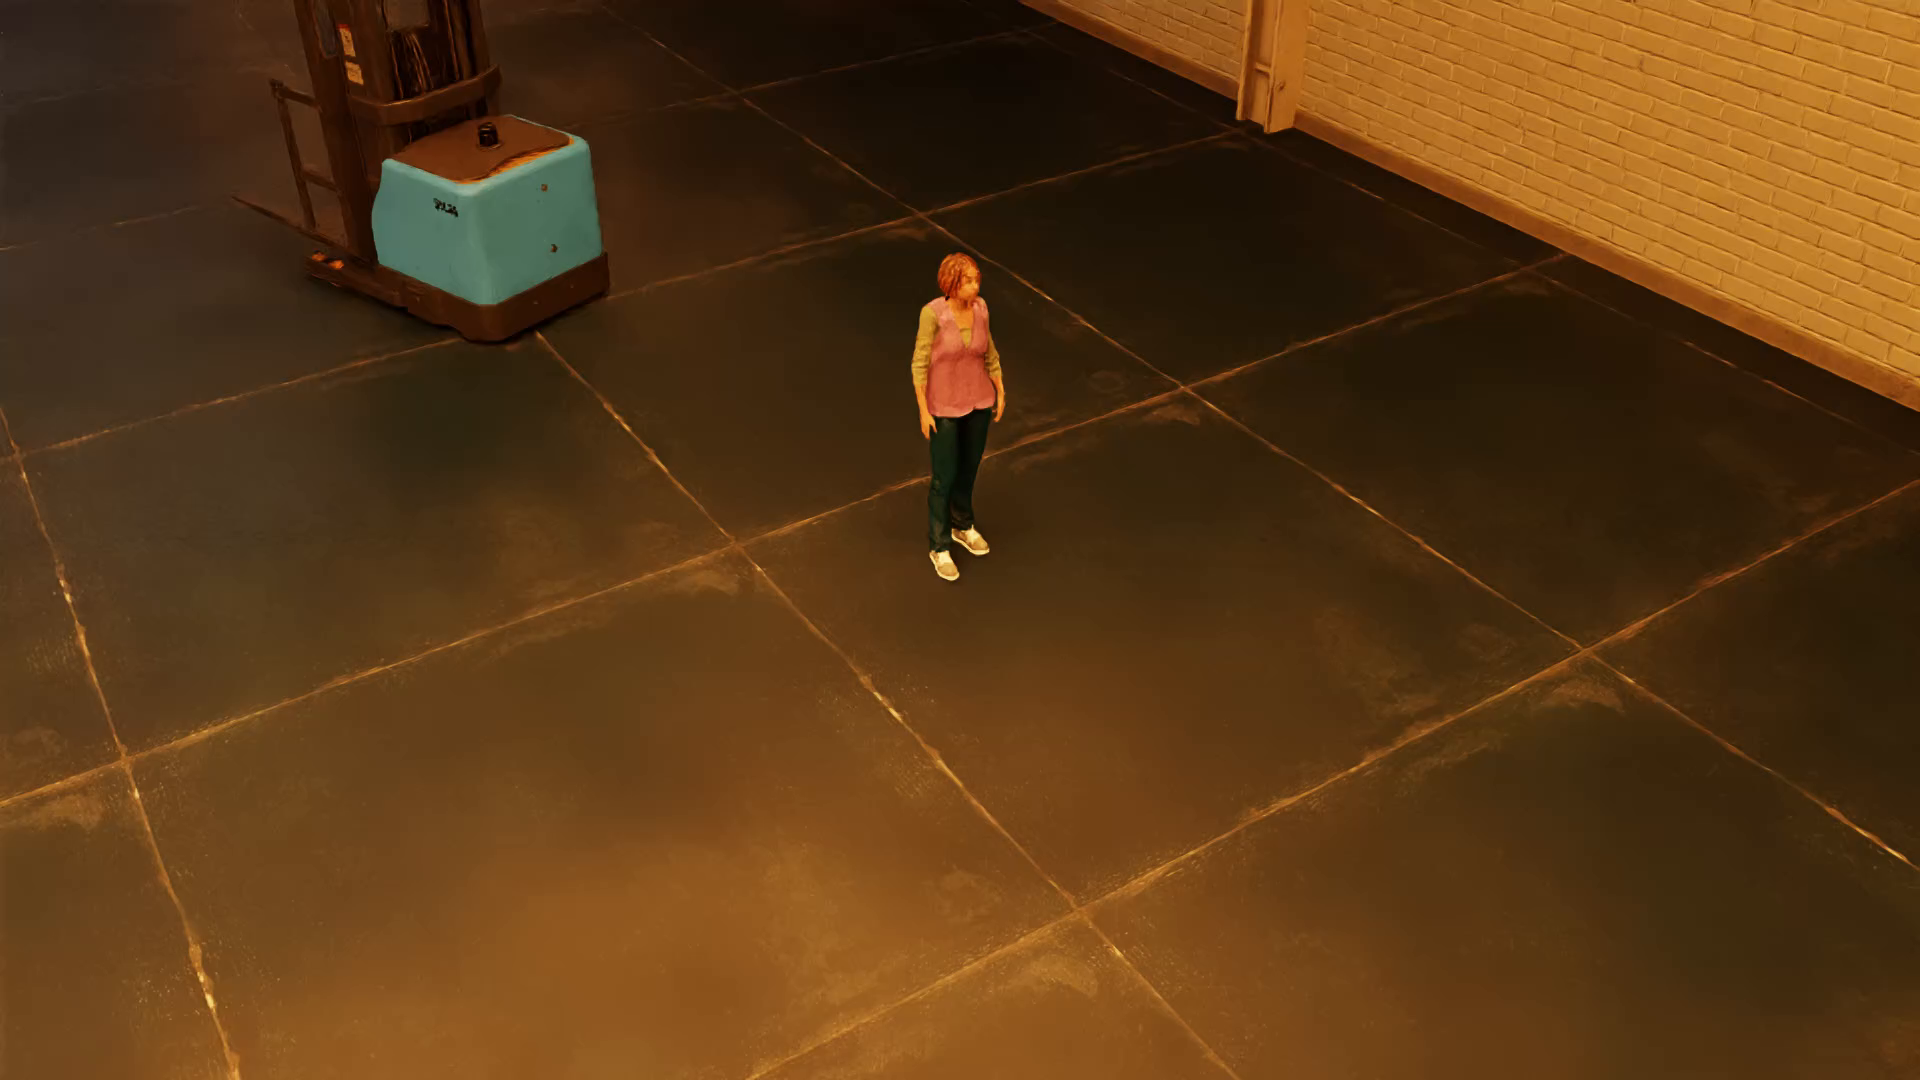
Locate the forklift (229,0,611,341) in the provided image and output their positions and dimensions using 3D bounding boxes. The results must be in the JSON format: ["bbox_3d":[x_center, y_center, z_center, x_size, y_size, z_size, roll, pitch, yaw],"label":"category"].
[{"bbox_3d":[-3.788,-3.114,10.579,3.031,2.935,1.130,23,41,29],"label":"forklift"}]

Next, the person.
[{"bbox_3d":[0.029,-0.610,8.183,0.520,1.576,0.474,-21,40,-27],"label":"person"}]
